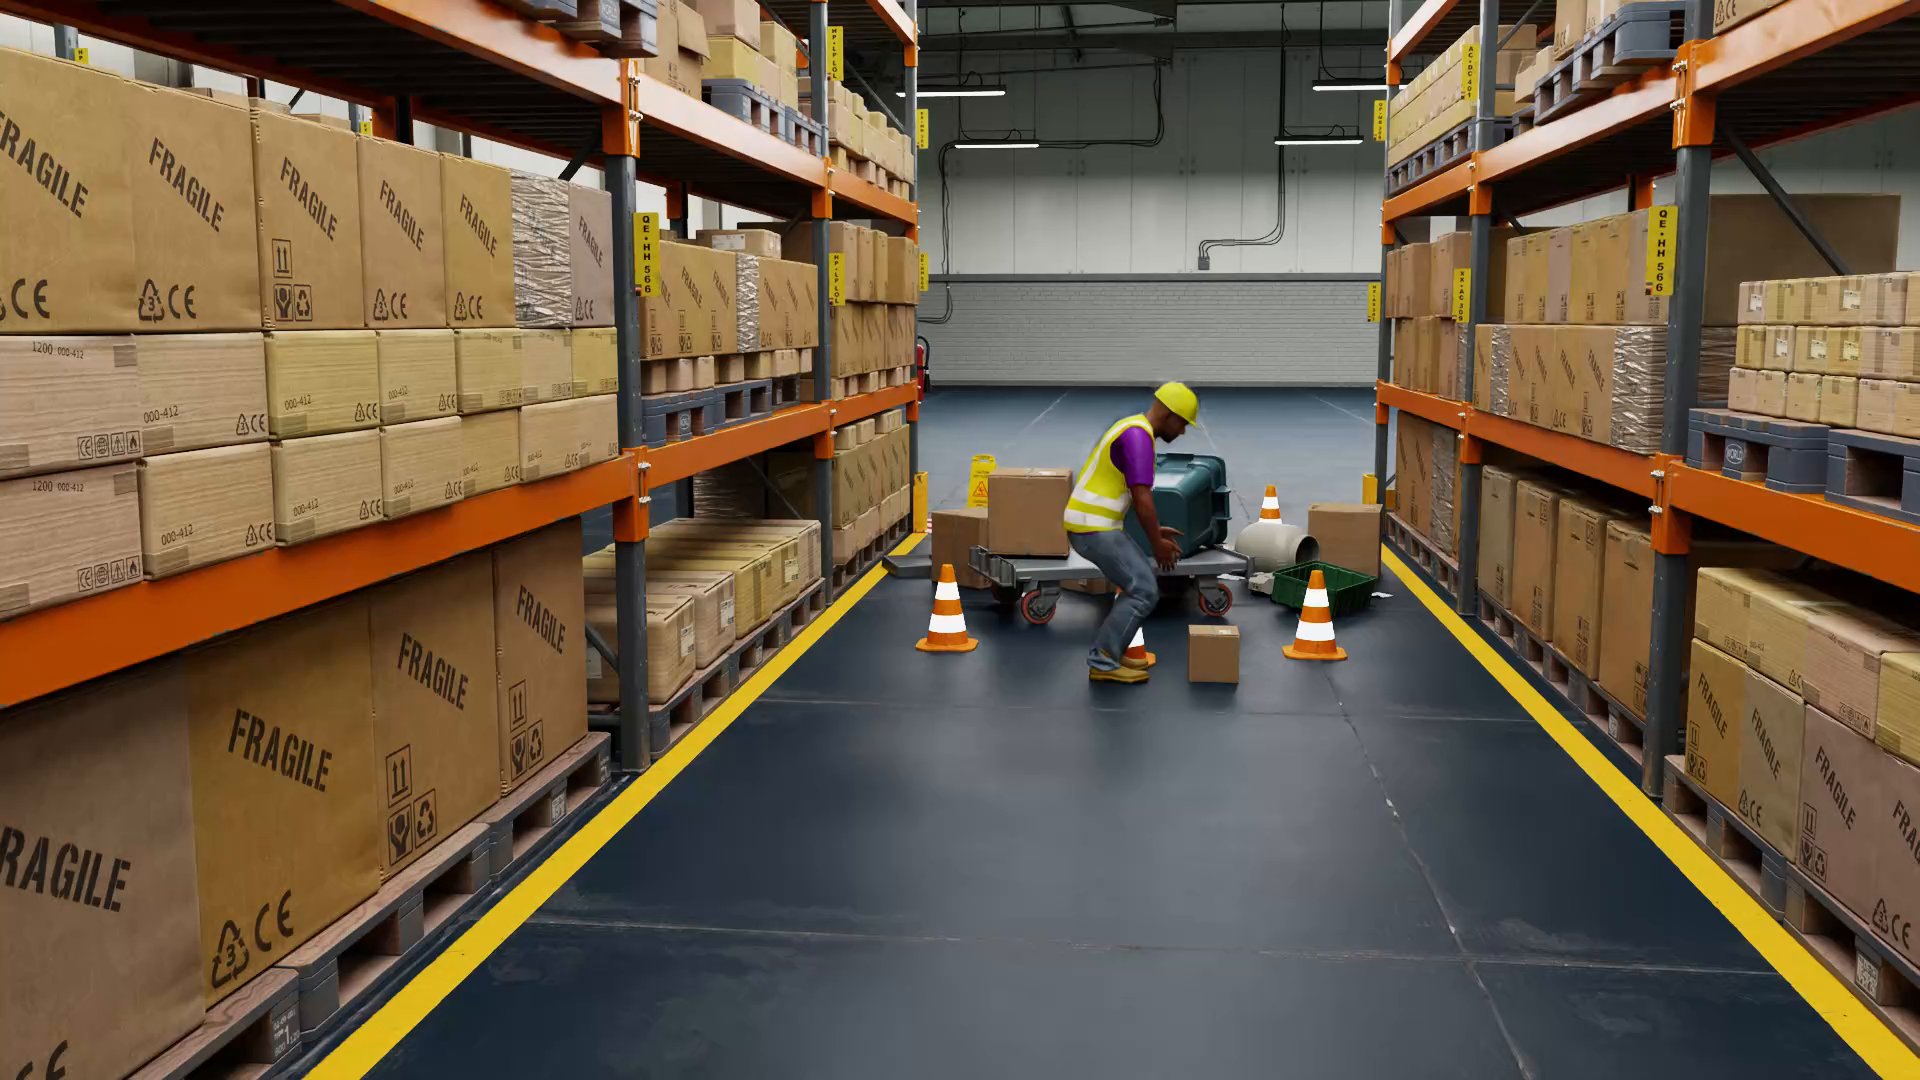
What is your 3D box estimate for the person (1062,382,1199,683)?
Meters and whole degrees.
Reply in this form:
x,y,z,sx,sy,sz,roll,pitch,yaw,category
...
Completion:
x,y,z,sx,sy,sz,roll,pitch,yaw,category
0.872,-0.053,8.551,0.687,1.517,0.627,1,8,7,person
